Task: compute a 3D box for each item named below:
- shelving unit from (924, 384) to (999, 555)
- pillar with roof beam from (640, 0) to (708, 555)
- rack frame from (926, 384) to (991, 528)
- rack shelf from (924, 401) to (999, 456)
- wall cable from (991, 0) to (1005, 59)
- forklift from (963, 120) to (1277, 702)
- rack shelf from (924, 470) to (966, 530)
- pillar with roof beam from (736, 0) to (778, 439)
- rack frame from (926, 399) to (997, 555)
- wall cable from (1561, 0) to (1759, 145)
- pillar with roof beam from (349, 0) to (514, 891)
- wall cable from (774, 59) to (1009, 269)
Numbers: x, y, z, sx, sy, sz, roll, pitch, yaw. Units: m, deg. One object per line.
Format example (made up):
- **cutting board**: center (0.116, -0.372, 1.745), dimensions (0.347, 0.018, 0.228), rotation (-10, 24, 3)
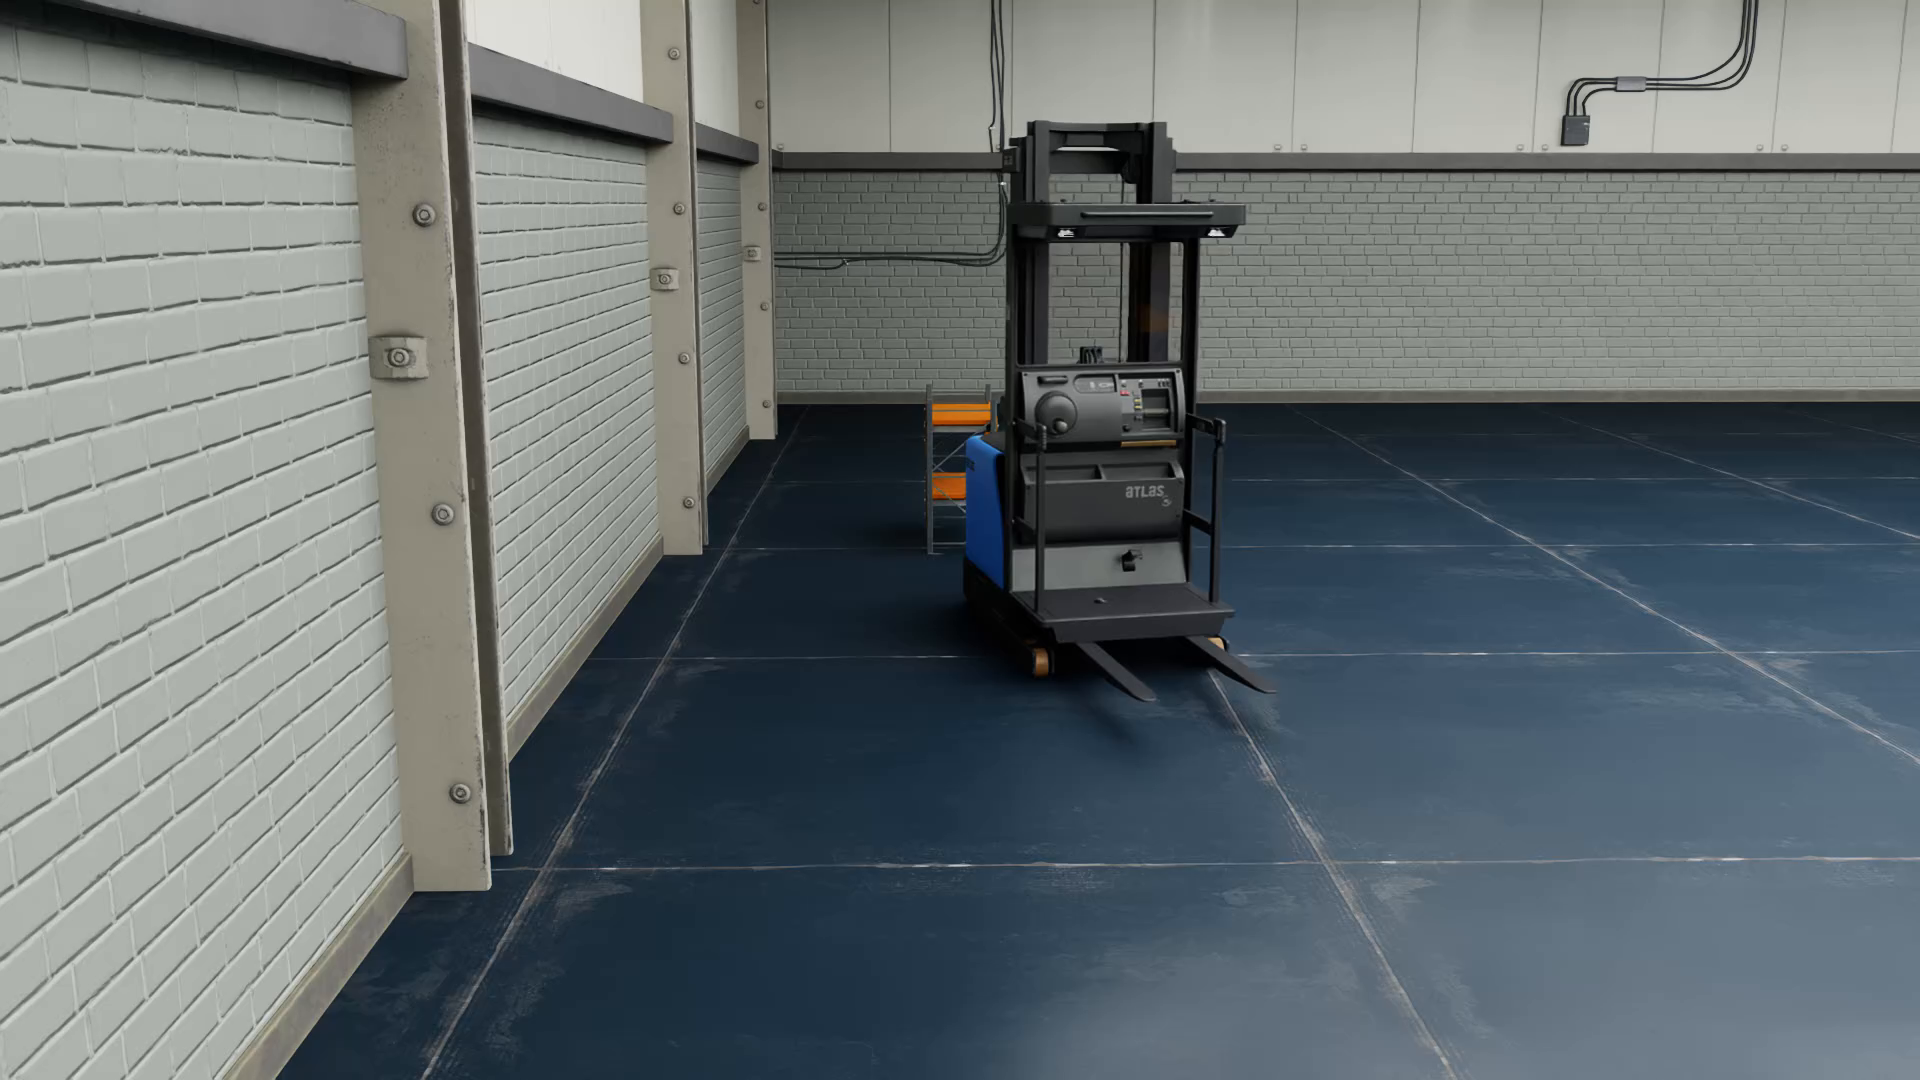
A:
- **shelving unit**: center (0.000, -0.550, 12.441), dimensions (0.538, 1.125, 1.048), rotation (0, 11, -1)
- **pillar with roof beam**: center (2.273, -4.361, 11.422), dimensions (9.100, 9.000, 0.400), rotation (0, 11, -1)
- **rack frame**: center (-0.010, -0.651, 12.939), dimensions (0.500, 1.125, 0.032), rotation (0, 11, -1)
- **rack shelf**: center (0.000, -0.837, 12.382), dimensions (0.538, 0.278, 1.000), rotation (0, 11, -1)
- **wall cable**: center (1.811, -7.091, 19.988), dimensions (3.097, 2.526, 0.112), rotation (0, 11, -1)
- **forklift**: center (0.846, -0.777, 9.018), dimensions (1.130, 2.935, 3.031), rotation (-3, 12, -13)
- **rack shelf**: center (0.000, -0.310, 12.489), dimensions (0.538, 0.278, 1.000), rotation (0, 11, -1)
- **pillar with roof beam**: center (2.149, -5.554, 17.301), dimensions (9.100, 9.000, 0.400), rotation (0, 11, -1)
- **rack frame**: center (0.011, -0.449, 11.943), dimensions (0.500, 1.125, 0.032), rotation (0, 11, -1)
- **wall cable**: center (8.598, -7.830, 19.966), dimensions (2.305, 6.003, 0.169), rotation (0, 11, -1)
- **pillar with roof beam**: center (2.397, -3.168, 5.543), dimensions (9.100, 9.000, 0.400), rotation (0, 11, -1)
- **wall cable**: center (-0.894, -4.605, 20.436), dimensions (3.097, 2.526, 0.112), rotation (0, 11, -1)
